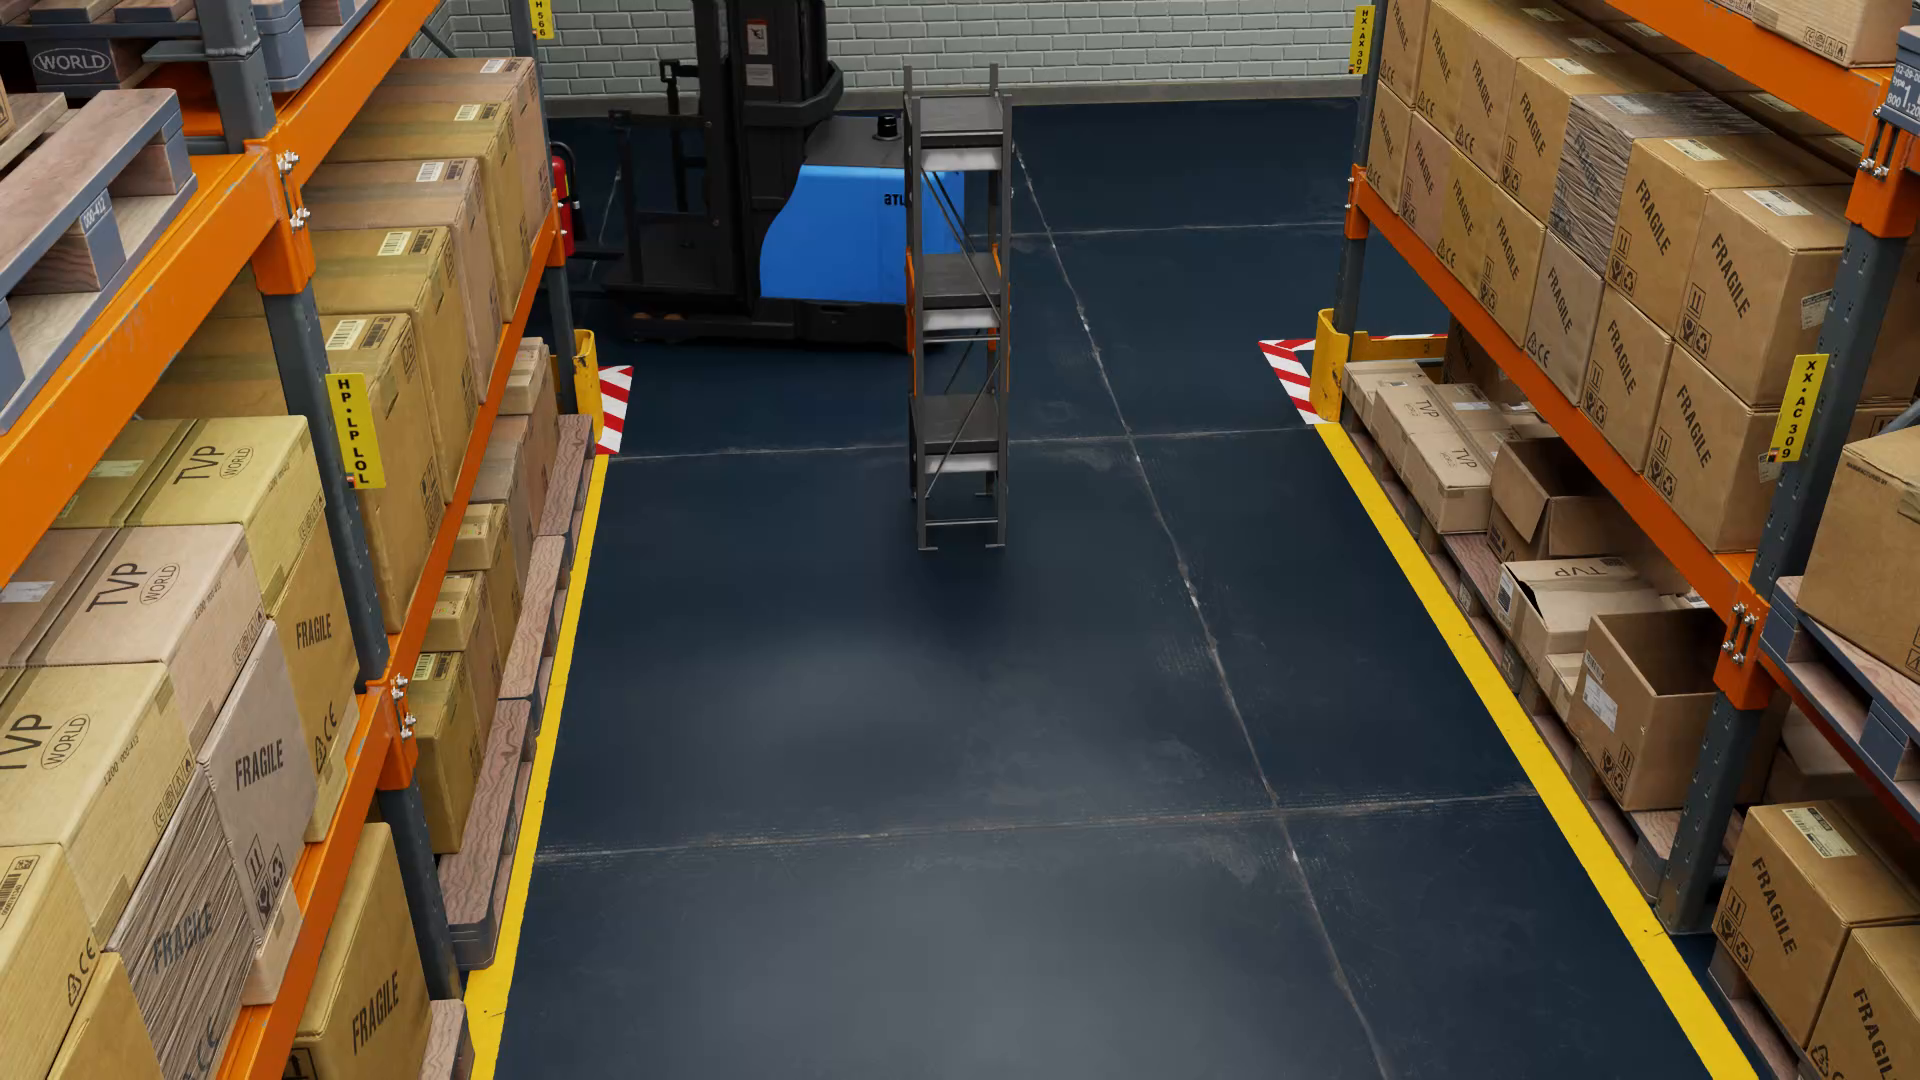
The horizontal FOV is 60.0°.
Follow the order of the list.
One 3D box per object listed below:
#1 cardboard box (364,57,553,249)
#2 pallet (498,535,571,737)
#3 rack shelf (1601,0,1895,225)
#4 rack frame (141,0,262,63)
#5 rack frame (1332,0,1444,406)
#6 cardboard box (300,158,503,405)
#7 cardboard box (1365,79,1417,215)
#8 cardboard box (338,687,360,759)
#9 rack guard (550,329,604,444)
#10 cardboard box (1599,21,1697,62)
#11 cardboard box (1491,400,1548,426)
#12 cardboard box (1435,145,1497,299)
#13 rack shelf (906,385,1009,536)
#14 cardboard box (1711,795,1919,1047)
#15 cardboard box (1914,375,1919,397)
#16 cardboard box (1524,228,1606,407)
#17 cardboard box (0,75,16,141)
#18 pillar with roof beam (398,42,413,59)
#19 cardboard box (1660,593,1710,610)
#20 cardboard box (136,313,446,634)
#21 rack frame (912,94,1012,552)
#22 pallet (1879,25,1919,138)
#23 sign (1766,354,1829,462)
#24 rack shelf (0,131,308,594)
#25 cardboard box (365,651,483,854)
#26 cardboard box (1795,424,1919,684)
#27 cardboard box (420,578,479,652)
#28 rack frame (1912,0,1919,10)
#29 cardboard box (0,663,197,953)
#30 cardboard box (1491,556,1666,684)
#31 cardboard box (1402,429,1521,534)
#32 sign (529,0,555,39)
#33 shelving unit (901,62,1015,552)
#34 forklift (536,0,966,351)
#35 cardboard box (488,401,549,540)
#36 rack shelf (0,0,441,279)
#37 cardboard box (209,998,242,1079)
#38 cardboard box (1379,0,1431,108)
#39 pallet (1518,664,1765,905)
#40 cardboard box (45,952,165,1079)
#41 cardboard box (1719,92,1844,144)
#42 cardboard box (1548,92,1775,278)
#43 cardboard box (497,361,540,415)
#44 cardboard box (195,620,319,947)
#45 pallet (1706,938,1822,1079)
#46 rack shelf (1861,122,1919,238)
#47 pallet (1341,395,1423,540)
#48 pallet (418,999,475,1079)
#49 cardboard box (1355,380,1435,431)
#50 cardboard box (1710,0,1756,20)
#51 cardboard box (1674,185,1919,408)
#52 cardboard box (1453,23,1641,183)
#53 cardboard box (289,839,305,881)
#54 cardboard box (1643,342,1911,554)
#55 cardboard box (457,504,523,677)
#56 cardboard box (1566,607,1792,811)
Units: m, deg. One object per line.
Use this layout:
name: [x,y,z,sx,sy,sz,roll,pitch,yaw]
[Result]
cardboard box: [-2.396,-1.692,7.364,0.980,0.700,0.700,-1,31,-2]
pallet: [-2.190,0.400,6.874,1.003,0.211,1.213,-3,31,-5]
rack shelf: [2.665,-2.020,5.983,1.077,0.370,4.000,-3,31,-5]
rack frame: [-2.080,-2.356,2.919,1.000,3.000,0.127,-3,31,-5]
rack frame: [2.478,-2.062,8.277,1.000,3.000,0.127,-3,31,-5]
cardboard box: [-2.255,-0.931,6.091,0.980,0.700,0.700,-4,31,-7]
cardboard box: [2.257,-1.866,7.851,0.500,0.500,0.500,-2,31,-4]
cardboard box: [-1.766,0.478,4.250,0.380,0.149,0.250,-2,31,-4]
rack guard: [-2.456,-0.762,8.538,1.175,0.500,0.348,-3,31,-5]
cardboard box: [2.895,-1.798,6.762,0.500,0.500,0.500,-2,31,-3]
cardboard box: [2.722,-0.557,8.092,0.380,0.166,0.250,-3,31,-5]
cardboard box: [2.355,-1.346,6.981,0.500,0.500,0.500,-3,31,-5]
rack shelf: [-0.015,-0.373,7.719,0.431,0.518,0.480,-3,31,-5]
cardboard box: [2.655,1.123,4.953,0.500,0.500,0.500,-4,31,-7]
cardboard box: [3.088,-0.746,5.001,0.500,0.500,0.500,-2,31,-3]
cardboard box: [2.450,-0.831,6.118,0.500,0.500,0.500,-2,31,-3]
cardboard box: [-2.107,-0.845,2.789,0.700,0.500,0.500,-4,31,-7]
pillar with roof beam: [0.719,-5.941,8.922,9.100,9.000,0.400,-3,31,-5]
cardboard box: [2.937,0.342,6.586,0.380,0.166,0.250,-3,31,-5]
cardboard box: [-2.114,-0.187,4.845,0.980,0.700,0.700,-2,31,-4]
rack frame: [0.007,-0.861,7.144,0.400,2.100,0.015,-3,31,-5]
pallet: [2.843,-0.890,3.574,1.213,0.211,1.003,-3,31,-5]
sign: [2.312,-0.361,4.586,0.100,0.325,0.005,-3,31,-5]
rack shelf: [-1.893,0.262,2.163,1.077,0.370,4.000,-3,31,-5]
cardboard box: [-2.048,0.726,5.638,0.700,0.500,0.500,-2,31,-4]
cardboard box: [2.673,0.010,4.302,0.700,0.500,0.500,-13,33,-21]
cardboard box: [-1.898,0.264,5.779,0.380,0.149,0.250,-2,31,-3]
rack frame: [2.852,-2.595,3.319,1.000,3.000,0.127,-3,31,-5]
cardboard box: [-1.696,0.467,2.905,0.500,0.250,0.500,-2,31,-4]
cardboard box: [2.446,0.286,6.540,0.500,0.311,0.500,-3,31,-5]
cardboard box: [2.340,-0.269,7.527,0.500,0.250,0.500,-3,31,-5]
sign: [-1.912,-2.440,7.550,0.100,0.325,0.005,-3,31,-5]
shelving unit: [-0.015,-0.986,7.353,0.431,2.100,0.503,-3,31,-5]
forklift: [-1.518,-2.662,9.349,3.031,2.935,1.130,4,31,6]
cardboard box: [-2.242,-0.322,7.392,0.700,0.500,0.500,-3,31,-5]
rack shelf: [-2.267,-1.780,5.582,1.077,0.370,4.000,-3,31,-5]
cardboard box: [-1.700,1.000,3.376,0.380,0.149,0.250,-3,31,-5]
cardboard box: [2.257,-2.295,7.594,0.500,0.500,0.500,-2,31,-3]
pallet: [2.789,0.827,6.160,1.003,0.211,1.213,-3,31,-5]
cardboard box: [-1.638,1.036,2.684,0.500,0.500,0.500,-2,31,-3]
cardboard box: [2.992,-1.272,5.881,0.500,0.500,0.500,-4,31,-6]
cardboard box: [2.449,-1.256,5.856,0.500,0.500,0.500,-3,31,-4]
cardboard box: [-2.070,-0.668,7.339,0.380,0.149,0.250,-2,31,-3]
cardboard box: [-1.728,0.524,3.541,0.500,0.500,0.500,-3,31,-4]
pallet: [2.966,1.591,4.881,1.003,0.211,1.213,-3,31,-5]
rack shelf: [3.039,0.023,2.564,1.077,0.370,4.000,-3,31,-5]
pallet: [2.561,-0.419,8.246,1.003,0.211,1.213,-3,31,-5]
pallet: [-1.933,1.807,4.519,1.003,0.211,1.213,-3,31,-5]
cardboard box: [2.199,-0.676,8.291,0.380,0.166,0.250,-3,31,-5]
cardboard box: [2.506,-1.734,4.950,0.500,0.250,0.500,-3,31,-5]
cardboard box: [2.547,-0.738,4.987,0.500,0.500,0.500,-3,31,-4]
cardboard box: [2.355,-1.773,6.720,0.500,0.500,0.500,-2,31,-4]
cardboard box: [-1.740,0.740,3.812,0.380,0.149,0.250,-2,31,-3]
cardboard box: [2.550,-0.306,5.239,0.500,0.500,0.500,-2,31,-4]
cardboard box: [-2.137,0.207,6.507,0.700,0.500,0.500,-2,31,-3]
cardboard box: [2.516,0.587,5.850,0.500,0.500,0.500,-3,31,-5]
